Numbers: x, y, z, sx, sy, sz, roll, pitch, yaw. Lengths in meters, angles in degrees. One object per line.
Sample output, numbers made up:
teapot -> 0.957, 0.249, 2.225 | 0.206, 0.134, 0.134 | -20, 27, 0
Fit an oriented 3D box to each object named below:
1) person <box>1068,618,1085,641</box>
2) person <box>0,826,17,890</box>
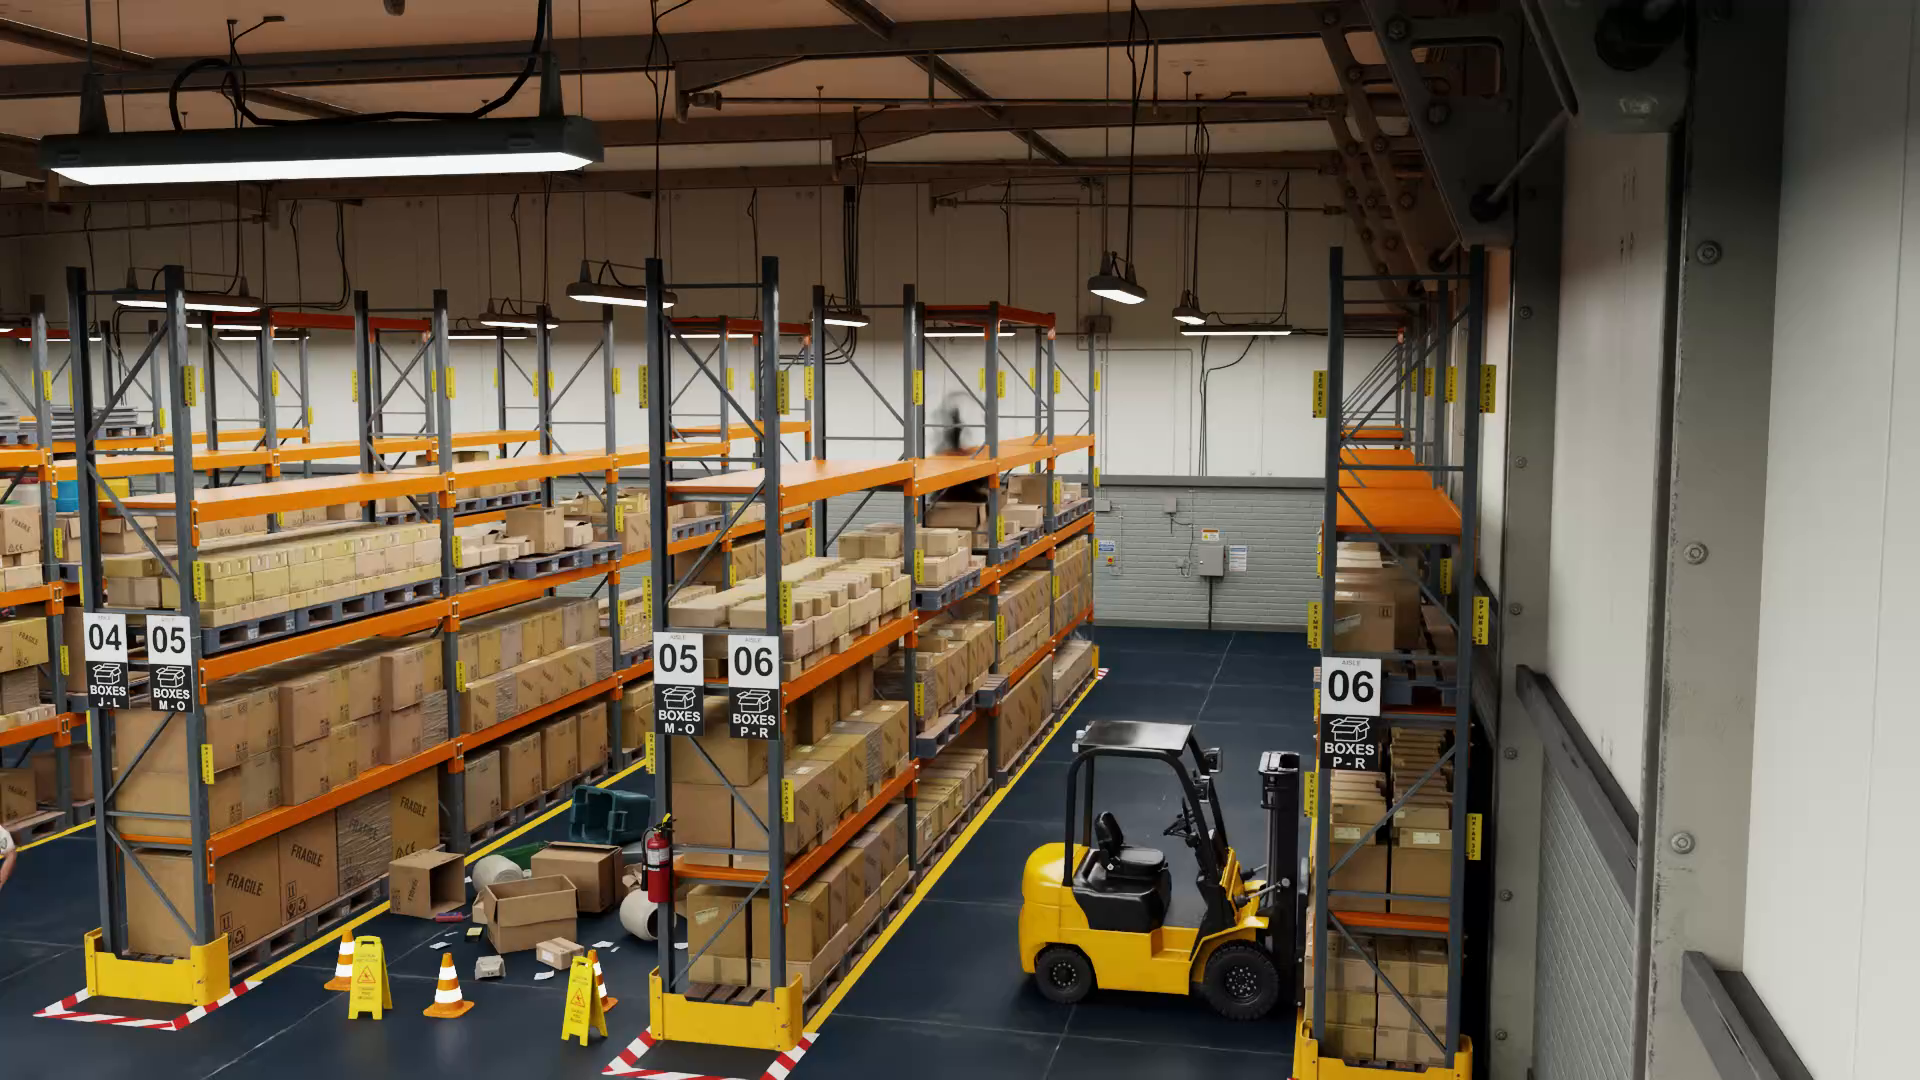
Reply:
person -> 2.038, 1.363, 29.636 | 0.563, 1.613, 0.689 | 5, 8, 42
person -> -8.225, 2.915, 13.830 | 0.695, 1.753, 0.549 | 0, 6, 1
